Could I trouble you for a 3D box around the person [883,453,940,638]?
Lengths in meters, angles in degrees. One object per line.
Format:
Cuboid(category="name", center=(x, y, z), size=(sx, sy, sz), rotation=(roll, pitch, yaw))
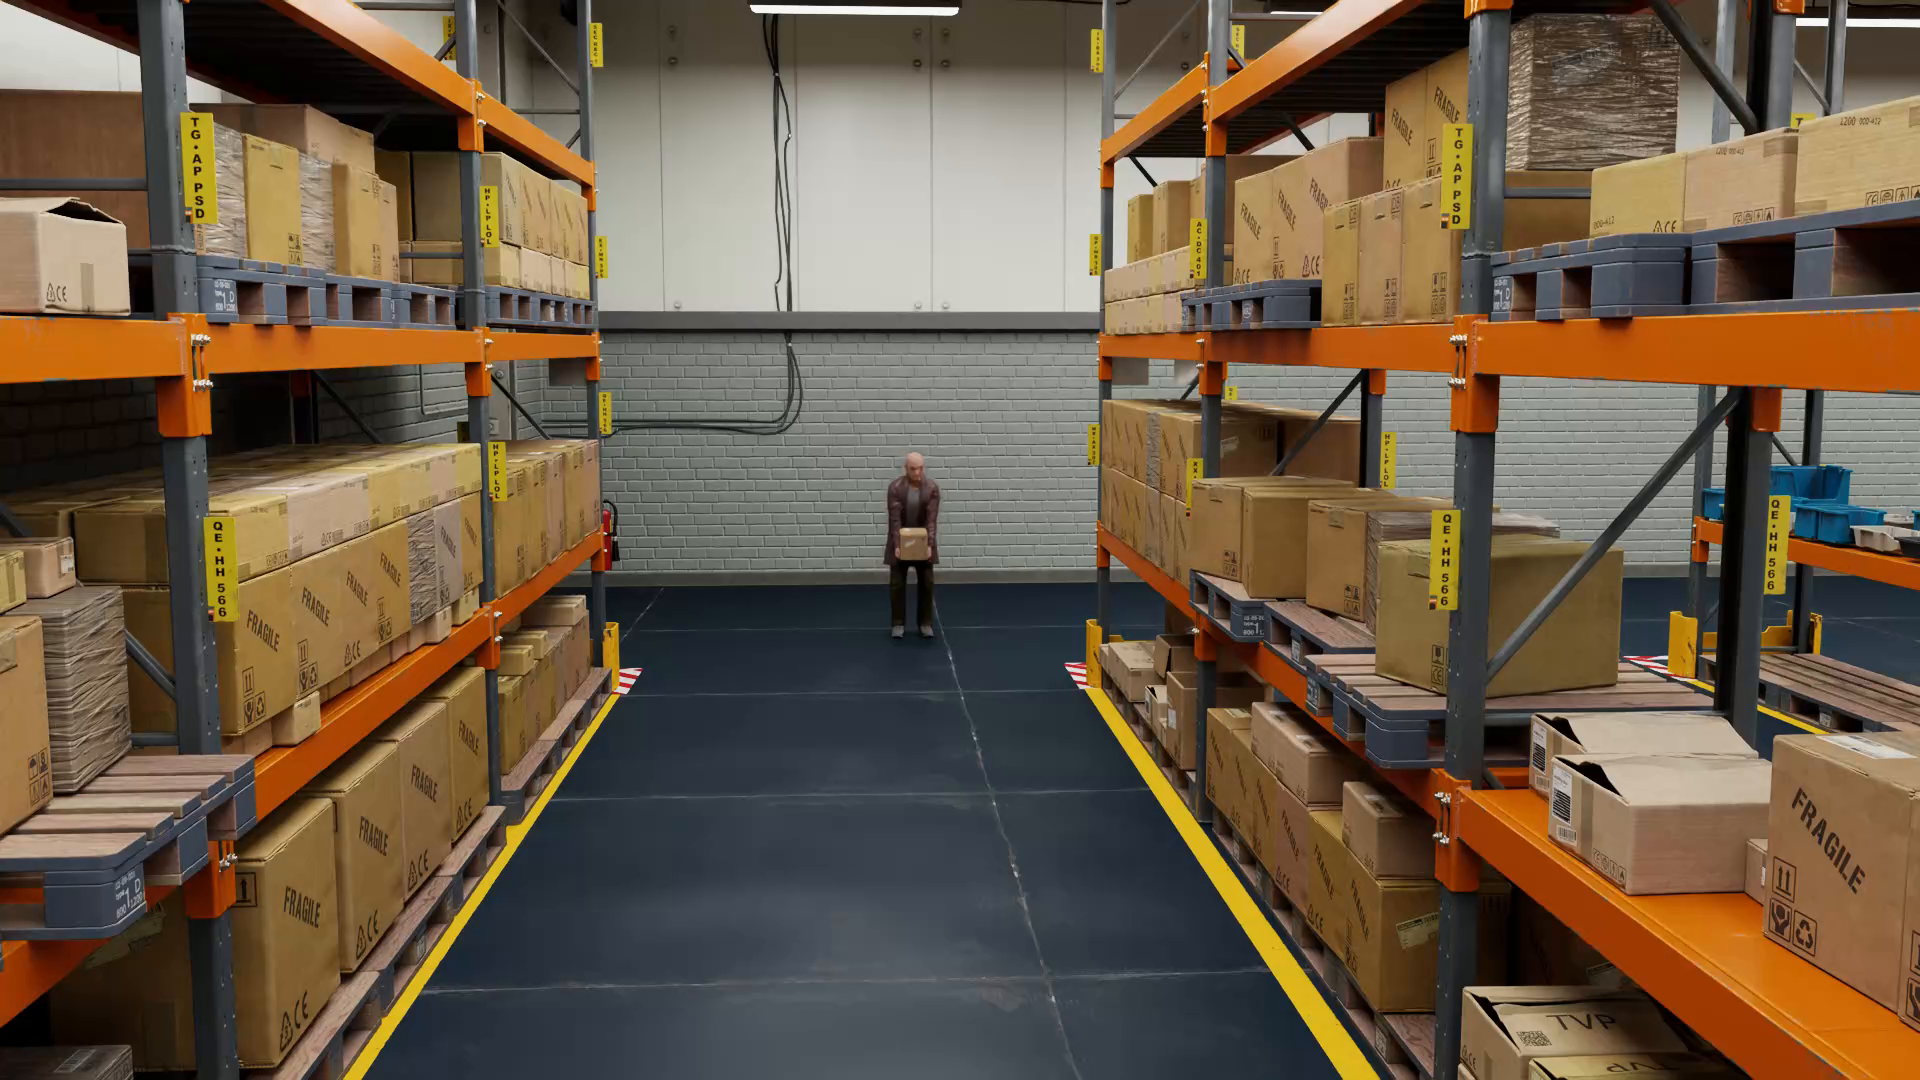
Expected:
Cuboid(category="person", center=(-0.449, 0.050, 15.552), size=(0.534, 1.744, 0.600), rotation=(-1, 7, -5))
